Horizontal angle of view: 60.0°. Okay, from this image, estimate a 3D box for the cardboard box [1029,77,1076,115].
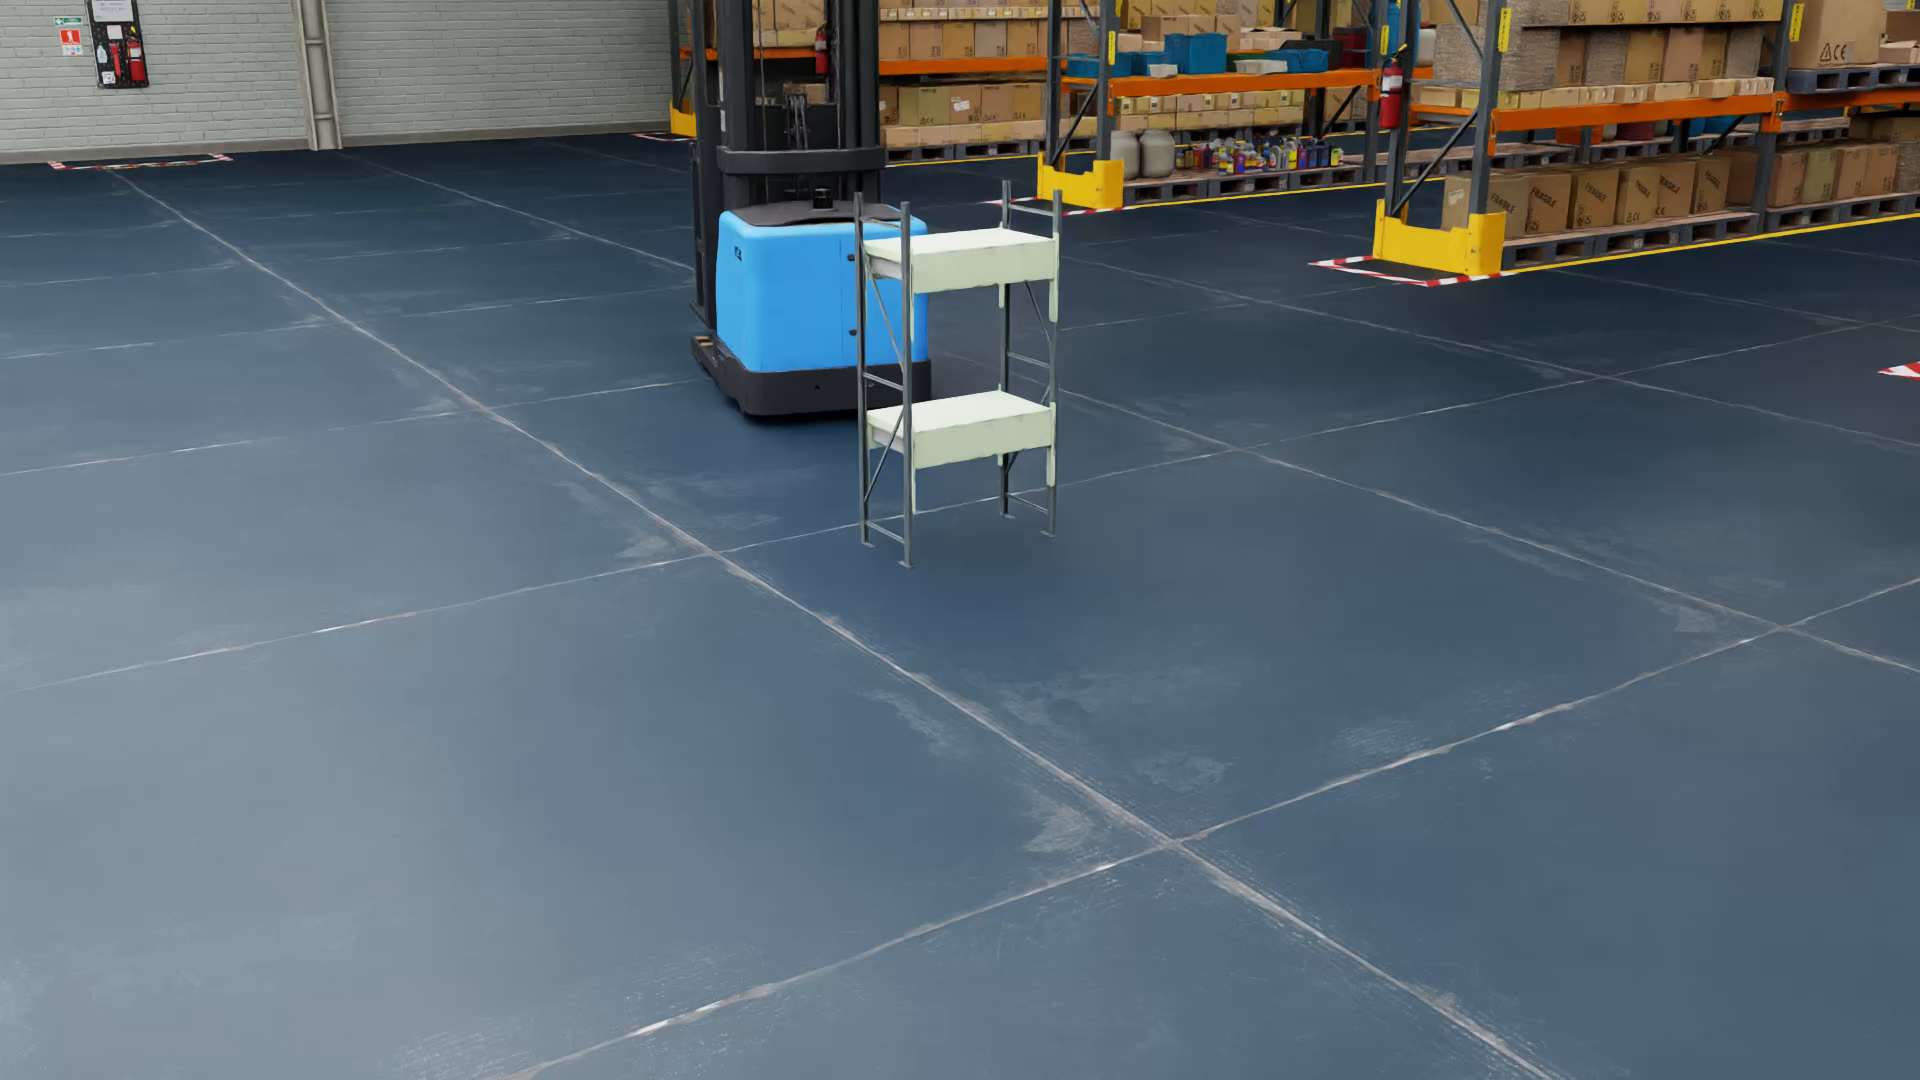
[{"bbox_3d":[1.322,-6.362,23.848,0.500,0.500,0.500,-12,22,-31],"label":"cardboard box"}]

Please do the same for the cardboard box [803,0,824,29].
[{"bbox_3d":[-2.345,-8.294,26.126,0.500,0.500,0.500,-11,22,-30],"label":"cardboard box"}]

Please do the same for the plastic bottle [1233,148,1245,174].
[{"bbox_3d":[3.147,-4.271,18.750,0.133,0.283,0.061,-11,22,-31],"label":"plastic bottle"}]

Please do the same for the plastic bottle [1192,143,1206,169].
[{"bbox_3d":[2.780,-4.475,19.362,0.135,0.276,0.152,-12,22,-31],"label":"plastic bottle"}]

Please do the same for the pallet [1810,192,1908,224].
[{"bbox_3d":[8.996,-3.491,17.242,1.213,0.211,1.003,-12,22,-31],"label":"pallet"}]

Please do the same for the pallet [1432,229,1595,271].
[{"bbox_3d":[4.748,-2.580,14.546,1.213,0.211,1.003,-12,22,-31],"label":"pallet"}]

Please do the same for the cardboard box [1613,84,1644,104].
[{"bbox_3d":[5.661,-3.859,14.370,0.250,0.149,0.380,-12,22,-31],"label":"cardboard box"}]

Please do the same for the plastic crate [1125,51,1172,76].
[{"bbox_3d":[2.061,-5.289,18.439,0.408,0.251,0.499,-12,22,-31],"label":"plastic crate"}]

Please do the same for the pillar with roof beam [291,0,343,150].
[{"bbox_3d":[-6.721,-8.717,18.978,0.400,9.000,9.100,-12,22,-31],"label":"pillar with roof beam"}]

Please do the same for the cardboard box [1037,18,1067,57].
[{"bbox_3d":[1.078,-6.982,23.056,0.500,0.500,0.700,-12,22,-32],"label":"cardboard box"}]

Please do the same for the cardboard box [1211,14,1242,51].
[{"bbox_3d":[3.830,-7.561,24.769,0.500,0.500,0.500,-13,23,-34],"label":"cardboard box"}]

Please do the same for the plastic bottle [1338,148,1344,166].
[{"bbox_3d":[4.471,-4.519,19.610,0.097,0.201,0.097,0,19,0],"label":"plastic bottle"}]

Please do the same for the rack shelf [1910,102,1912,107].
[{"bbox_3d":[12.338,-5.174,18.990,4.000,0.370,1.077,-12,22,-31],"label":"rack shelf"}]

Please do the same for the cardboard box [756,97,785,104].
[{"bbox_3d":[-3.083,-6.861,26.368,0.500,0.311,0.500,-10,21,-27],"label":"cardboard box"}]

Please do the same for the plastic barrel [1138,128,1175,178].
[{"bbox_3d":[2.188,-4.324,18.579,0.421,0.512,0.421,0,19,0],"label":"plastic barrel"}]

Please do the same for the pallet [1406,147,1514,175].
[{"bbox_3d":[6.257,-4.827,21.193,1.213,0.211,1.003,-12,22,-31],"label":"pallet"}]

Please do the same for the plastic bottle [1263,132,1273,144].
[{"bbox_3d":[3.700,-4.706,19.929,0.185,0.351,0.144,-11,22,-30],"label":"plastic bottle"}]

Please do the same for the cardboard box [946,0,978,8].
[{"bbox_3d":[-0.161,-7.337,22.083,0.500,0.500,0.700,-12,22,-31],"label":"cardboard box"}]

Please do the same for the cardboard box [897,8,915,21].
[{"bbox_3d":[-0.794,-6.818,21.558,0.250,0.149,0.380,-13,22,-33],"label":"cardboard box"}]

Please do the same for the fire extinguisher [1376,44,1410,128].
[{"bbox_3d":[3.637,-3.820,13.982,0.183,0.674,0.296,-12,22,-31],"label":"fire extinguisher"}]

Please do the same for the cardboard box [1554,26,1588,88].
[{"bbox_3d":[4.812,-4.152,14.221,0.500,0.500,0.875,-12,22,-31],"label":"cardboard box"}]

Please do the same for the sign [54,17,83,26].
[{"bbox_3d":[-11.683,-6.798,21.786,0.331,0.109,0.001,-12,22,-31],"label":"sign"}]

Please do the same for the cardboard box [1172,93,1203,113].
[{"bbox_3d":[3.216,-6.455,24.417,0.500,0.311,0.500,-13,22,-33],"label":"cardboard box"}]

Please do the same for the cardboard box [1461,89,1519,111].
[{"bbox_3d":[4.355,-3.621,13.665,0.250,0.149,0.380,-12,22,-31],"label":"cardboard box"}]

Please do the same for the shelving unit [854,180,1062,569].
[{"bbox_3d":[-0.006,-0.709,7.001,0.755,1.500,0.431,-12,22,-31],"label":"shelving unit"}]

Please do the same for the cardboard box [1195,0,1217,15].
[{"bbox_3d":[4.329,-9.623,30.374,0.500,0.500,0.500,-11,22,-30],"label":"cardboard box"}]

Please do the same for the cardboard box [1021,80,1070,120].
[{"bbox_3d":[1.191,-6.135,23.176,0.500,0.500,0.500,-12,22,-31],"label":"cardboard box"}]

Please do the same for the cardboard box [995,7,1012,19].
[{"bbox_3d":[0.491,-7.087,22.356,0.250,0.149,0.380,-11,22,-30],"label":"cardboard box"}]

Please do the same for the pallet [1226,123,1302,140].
[{"bbox_3d":[4.513,-6.358,25.721,1.213,0.211,1.003,-12,22,-31],"label":"pallet"}]

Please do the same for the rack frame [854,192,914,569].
[{"bbox_3d":[-0.311,-0.645,6.810,0.023,1.500,0.400,-12,22,-31],"label":"rack frame"}]

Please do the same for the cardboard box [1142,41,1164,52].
[{"bbox_3d":[2.734,-7.091,23.929,0.250,0.149,0.380,-12,22,-31],"label":"cardboard box"}]

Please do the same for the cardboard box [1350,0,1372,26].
[{"bbox_3d":[6.555,-8.311,26.332,0.500,0.500,0.700,-8,20,-21],"label":"cardboard box"}]

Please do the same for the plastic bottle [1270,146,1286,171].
[{"bbox_3d":[3.656,-4.392,19.120,0.135,0.276,0.152,-11,22,-30],"label":"plastic bottle"}]

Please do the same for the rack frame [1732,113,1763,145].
[{"bbox_3d":[11.284,-7.192,23.836,0.127,3.000,1.000,-12,22,-31],"label":"rack frame"}]

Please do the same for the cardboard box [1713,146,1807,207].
[{"bbox_3d":[7.851,-3.585,16.381,0.500,0.500,0.700,-14,23,-36],"label":"cardboard box"}]

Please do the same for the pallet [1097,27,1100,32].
[{"bbox_3d":[1.958,-8.893,29.165,1.003,0.211,1.213,-12,22,-31],"label":"pallet"}]

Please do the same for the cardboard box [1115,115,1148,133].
[{"bbox_3d":[2.355,-6.010,23.976,0.500,0.250,0.500,-13,22,-33],"label":"cardboard box"}]

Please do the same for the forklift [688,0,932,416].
[{"bbox_3d":[-1.087,-2.498,10.057,1.130,2.935,3.031,-6,20,-16],"label":"forklift"}]

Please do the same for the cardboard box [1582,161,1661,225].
[{"bbox_3d":[6.021,-3.180,15.215,0.500,0.500,0.500,-14,23,-36],"label":"cardboard box"}]

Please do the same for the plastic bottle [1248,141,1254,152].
[{"bbox_3d":[3.441,-4.599,19.737,0.097,0.271,0.097,0,19,0],"label":"plastic bottle"}]

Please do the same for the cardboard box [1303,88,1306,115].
[{"bbox_3d":[5.874,-7.065,26.675,0.500,0.500,0.500,-11,22,-29],"label":"cardboard box"}]

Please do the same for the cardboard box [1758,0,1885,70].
[{"bbox_3d":[8.067,-5.044,15.889,1.000,1.000,1.000,-12,22,-31],"label":"cardboard box"}]

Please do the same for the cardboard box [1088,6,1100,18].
[{"bbox_3d":[1.772,-7.358,23.157,0.250,0.149,0.380,-12,22,-31],"label":"cardboard box"}]

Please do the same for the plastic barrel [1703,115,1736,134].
[{"bbox_3d":[10.820,-6.306,23.834,0.708,0.901,0.600,-12,22,-31],"label":"plastic barrel"}]

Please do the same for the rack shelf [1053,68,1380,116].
[{"bbox_3d":[2.932,-5.090,18.741,4.000,0.370,1.077,-12,22,-31],"label":"rack shelf"}]

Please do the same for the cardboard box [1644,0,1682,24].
[{"bbox_3d":[5.848,-4.704,14.294,0.500,0.500,0.500,-12,22,-31],"label":"cardboard box"}]

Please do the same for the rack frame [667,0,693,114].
[{"bbox_3d":[-4.187,-7.729,25.422,0.127,3.000,1.000,-12,22,-31],"label":"rack frame"}]

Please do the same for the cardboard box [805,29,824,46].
[{"bbox_3d":[-2.326,-7.940,26.250,0.500,0.250,0.500,-12,22,-31],"label":"cardboard box"}]

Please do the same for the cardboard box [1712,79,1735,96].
[{"bbox_3d":[6.853,-4.153,15.239,0.250,0.149,0.380,-12,22,-31],"label":"cardboard box"}]

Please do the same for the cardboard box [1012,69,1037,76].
[{"bbox_3d":[0.985,-8.201,28.864,0.500,0.250,0.500,-12,22,-32],"label":"cardboard box"}]

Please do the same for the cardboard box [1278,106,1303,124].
[{"bbox_3d":[4.917,-6.552,25.578,0.500,0.250,0.500,-11,22,-30],"label":"cardboard box"}]

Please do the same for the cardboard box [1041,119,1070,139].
[{"bbox_3d":[1.192,-5.780,23.294,0.500,0.250,0.500,-12,22,-31],"label":"cardboard box"}]

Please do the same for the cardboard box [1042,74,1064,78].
[{"bbox_3d":[1.428,-7.962,29.327,0.500,0.500,0.700,-12,22,-31],"label":"cardboard box"}]
